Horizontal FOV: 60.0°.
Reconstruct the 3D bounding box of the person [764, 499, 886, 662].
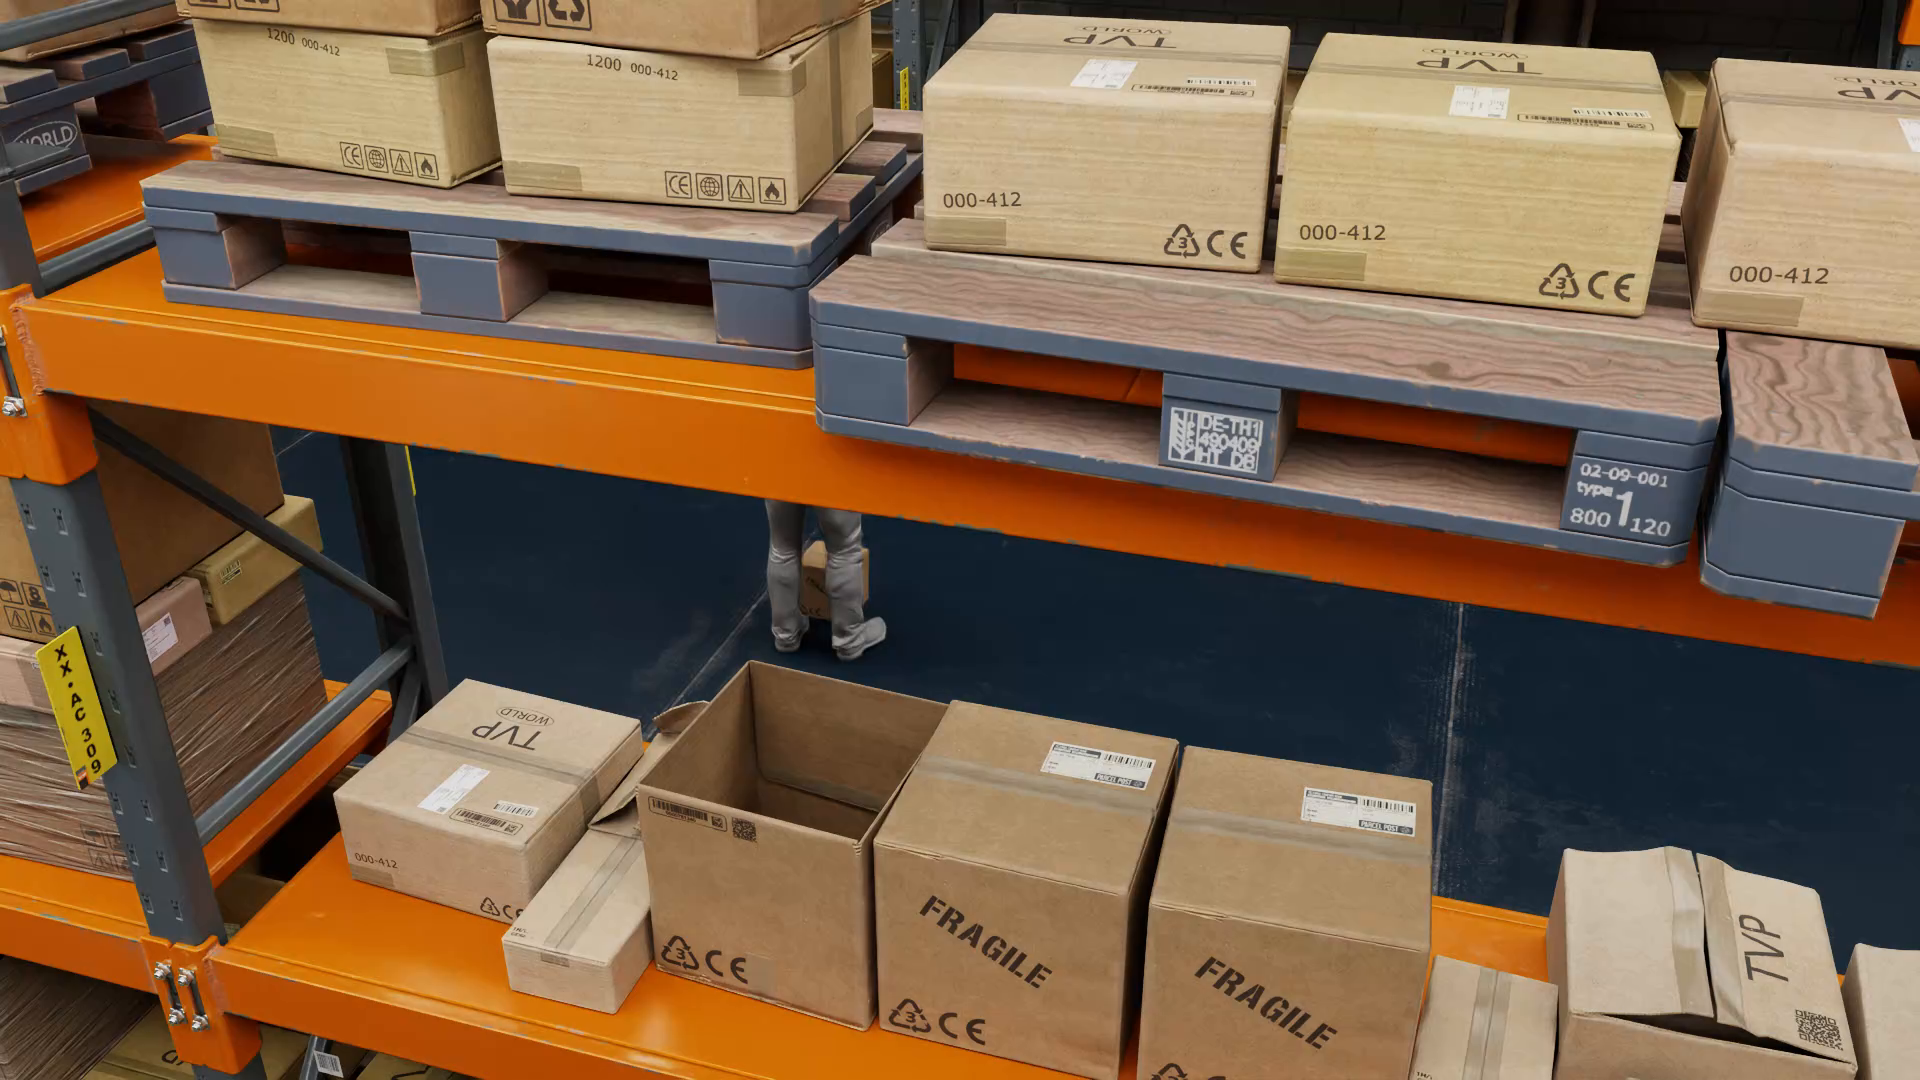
[{"bbox_3d":[-0.616,-0.329,6.699,0.606,1.762,0.449,8,30,13],"label":"person"}]
